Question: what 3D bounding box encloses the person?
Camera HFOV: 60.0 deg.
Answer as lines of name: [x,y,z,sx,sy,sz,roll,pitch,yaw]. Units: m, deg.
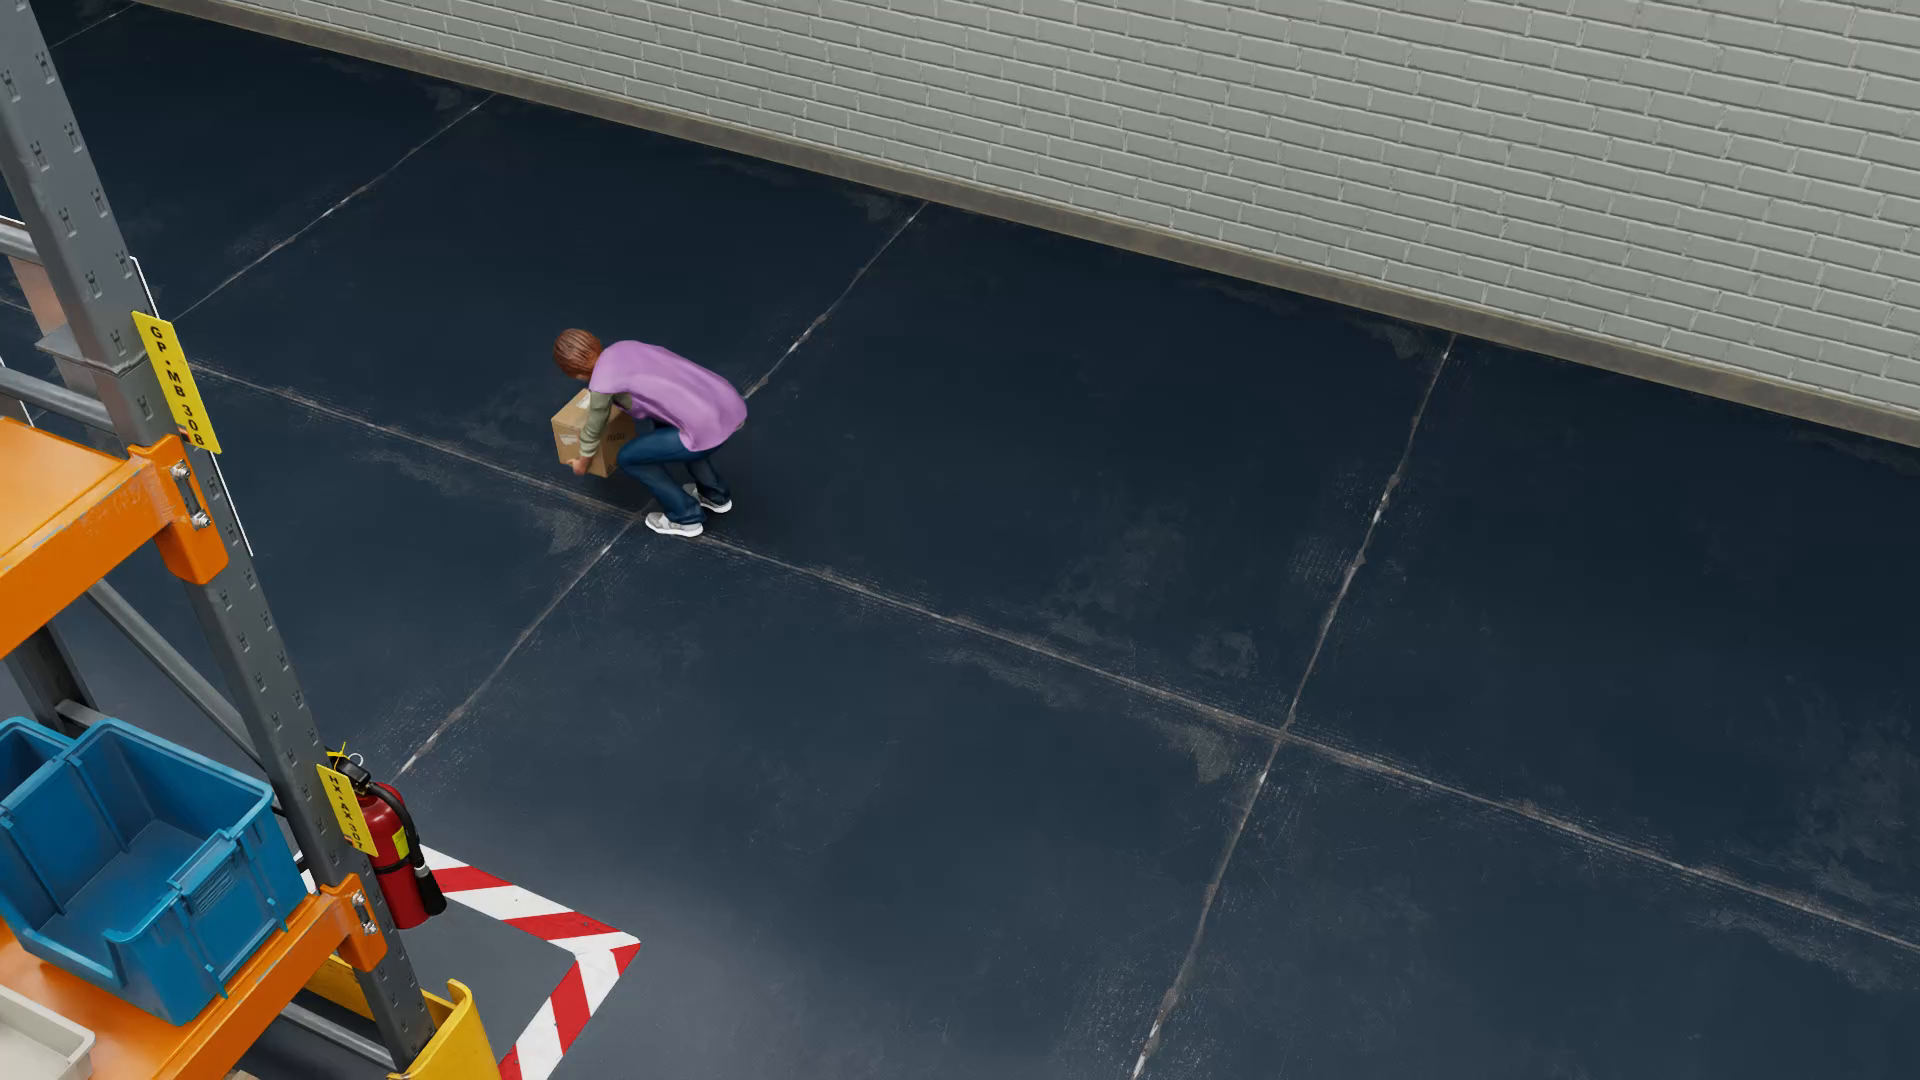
person: [-1.317,-0.464,7.194,0.850,0.895,0.424,16,45,17]
